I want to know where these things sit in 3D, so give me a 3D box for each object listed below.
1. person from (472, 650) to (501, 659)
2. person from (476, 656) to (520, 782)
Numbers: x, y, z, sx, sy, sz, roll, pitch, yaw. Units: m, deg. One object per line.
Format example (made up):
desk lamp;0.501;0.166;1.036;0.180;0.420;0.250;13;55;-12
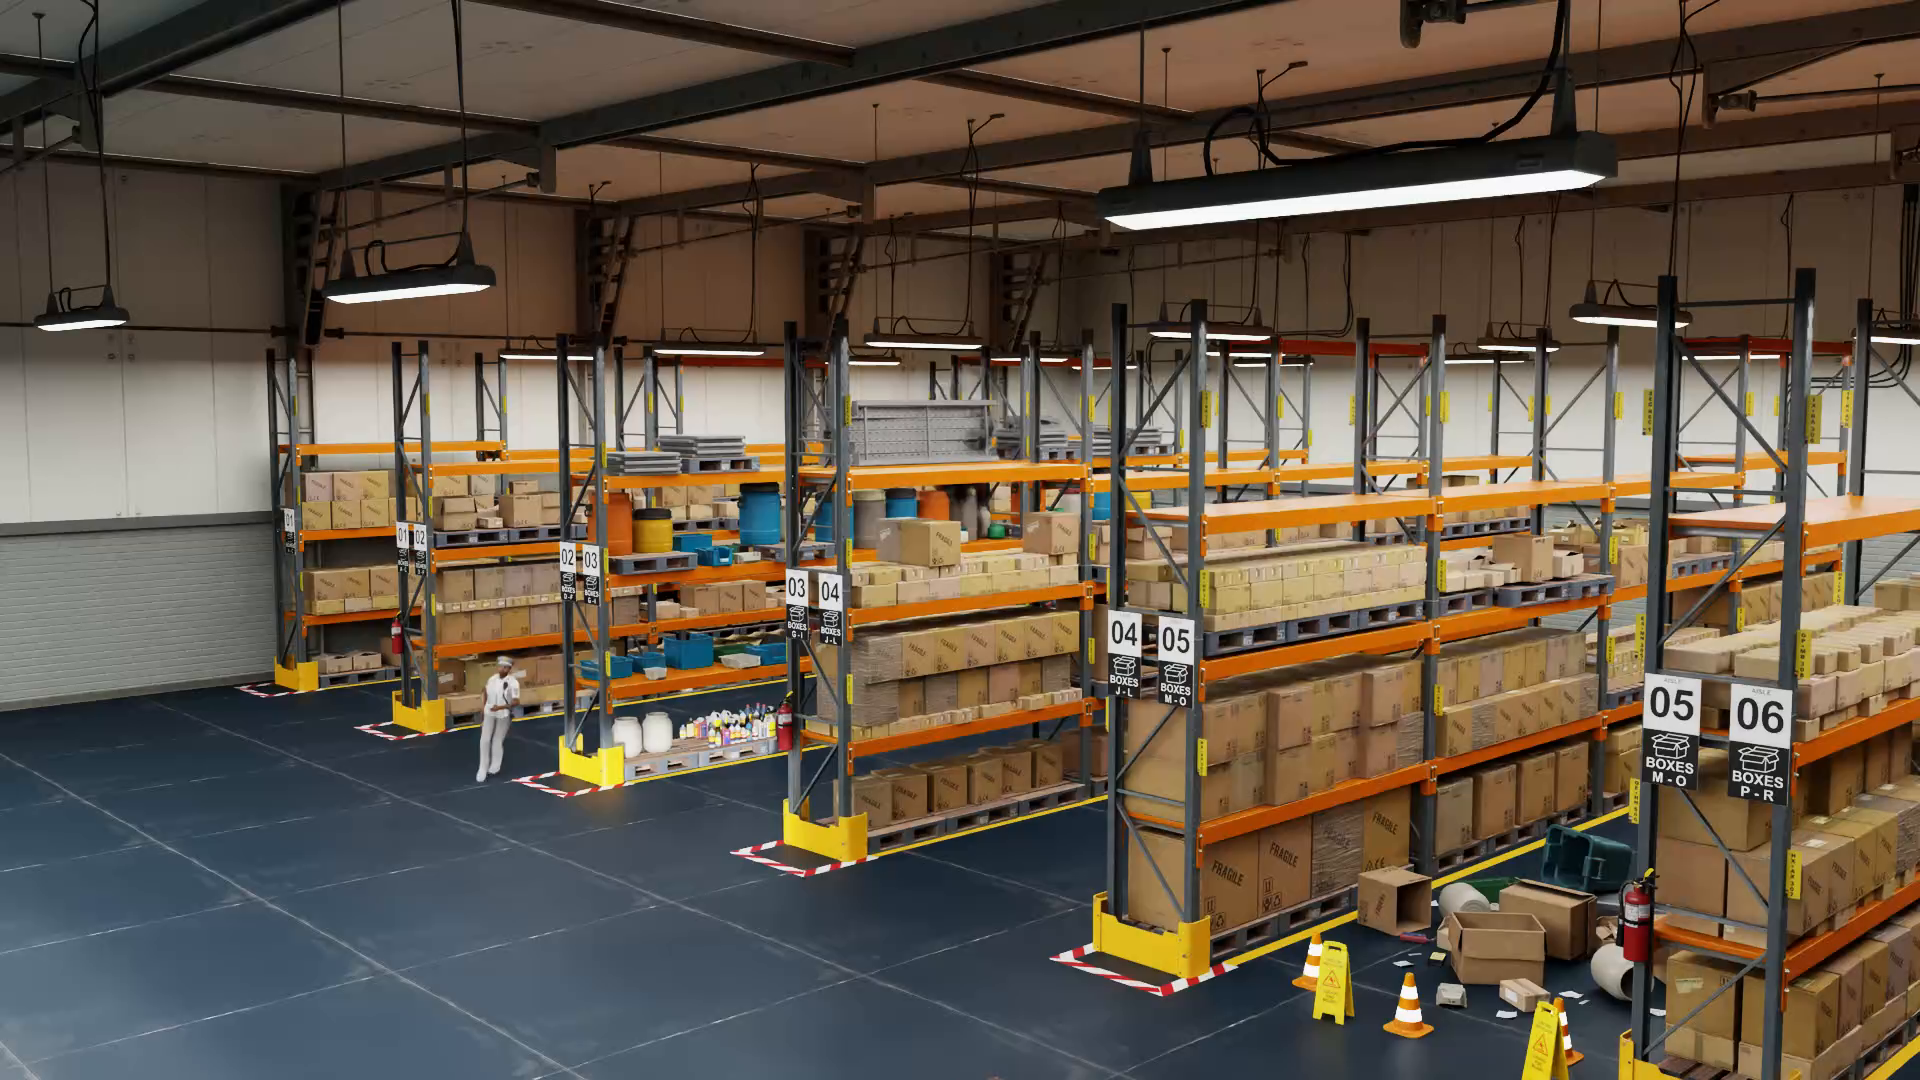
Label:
person;-8.087;1.854;28.381;0.622;1.677;0.733;4;6;39
person;-6.215;2.387;22.414;0.571;1.662;0.667;0;5;0
